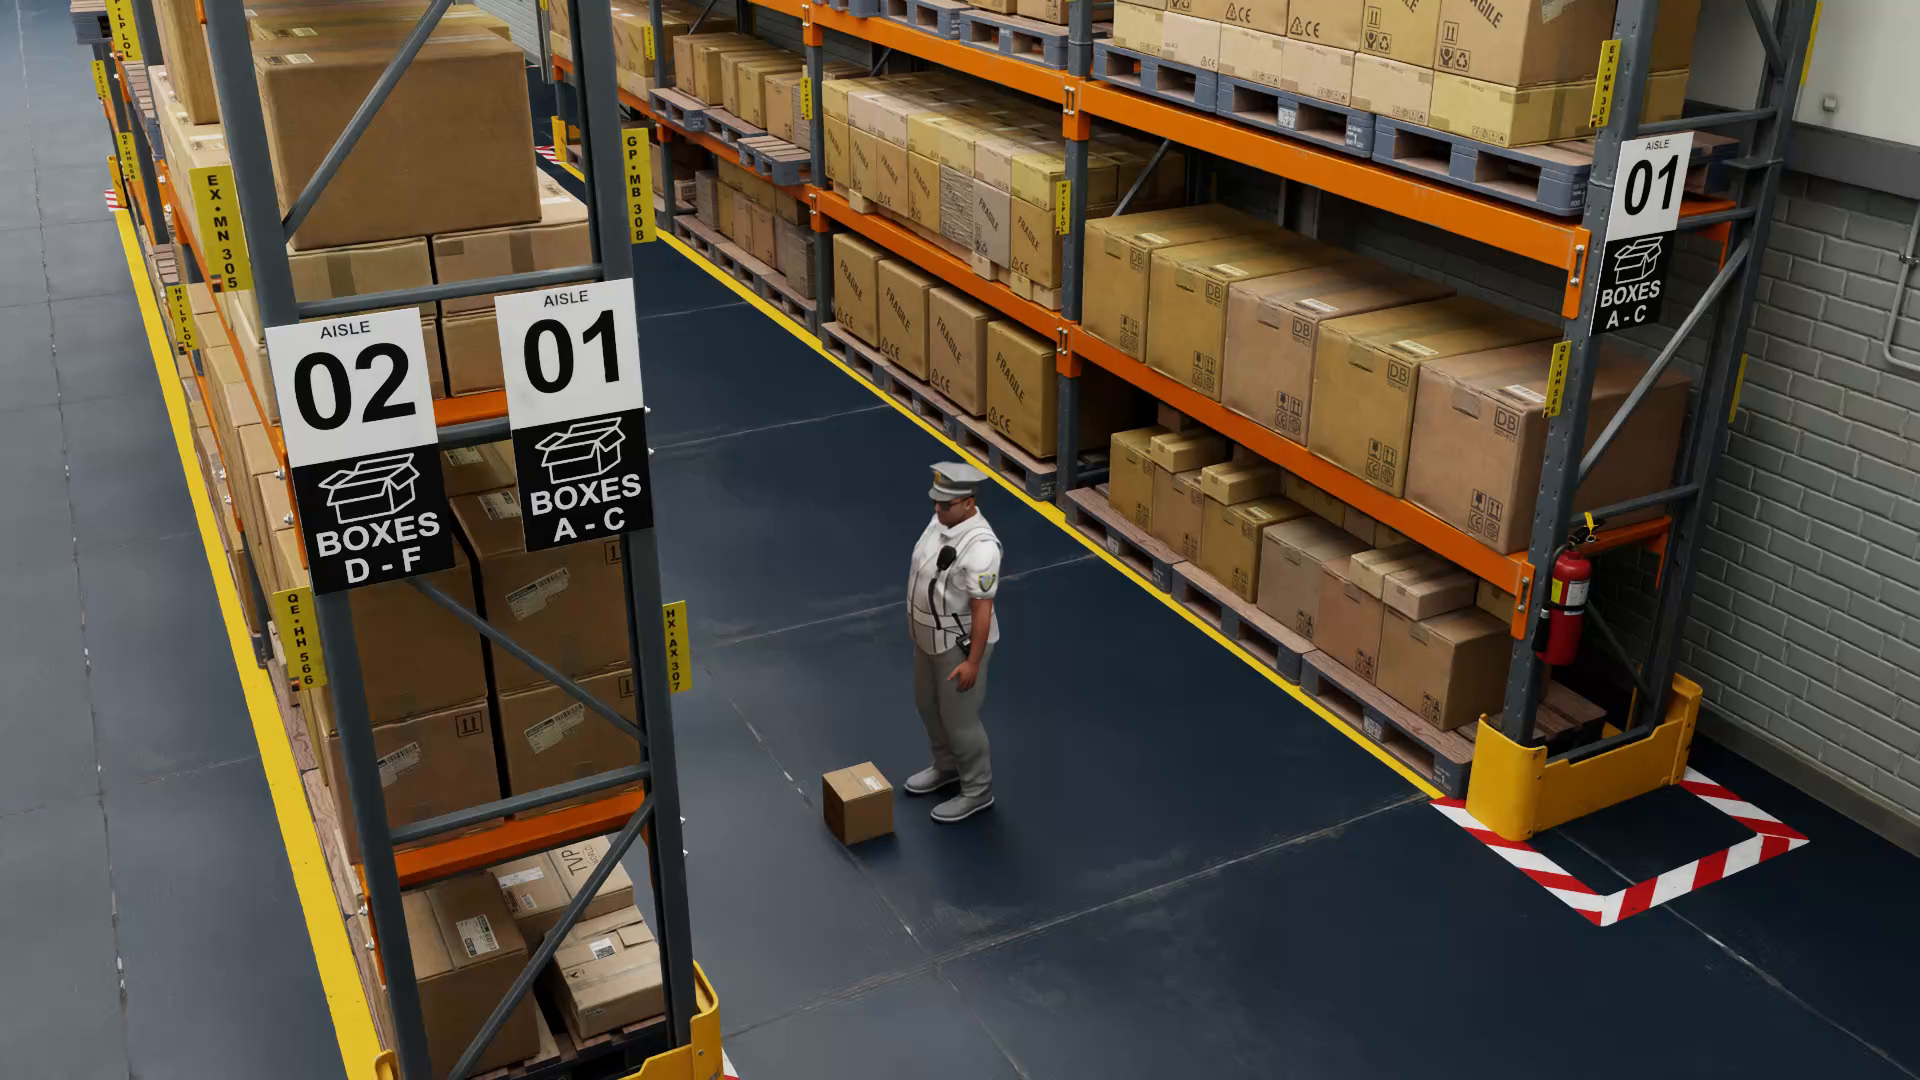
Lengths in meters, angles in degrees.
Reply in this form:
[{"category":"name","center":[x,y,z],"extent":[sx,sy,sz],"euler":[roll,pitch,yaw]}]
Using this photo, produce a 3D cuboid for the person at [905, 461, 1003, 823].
[{"category":"person","center":[-0.035,0.462,7.633],"extent":[0.393,1.746,0.528],"euler":[-12,28,-24]}]
